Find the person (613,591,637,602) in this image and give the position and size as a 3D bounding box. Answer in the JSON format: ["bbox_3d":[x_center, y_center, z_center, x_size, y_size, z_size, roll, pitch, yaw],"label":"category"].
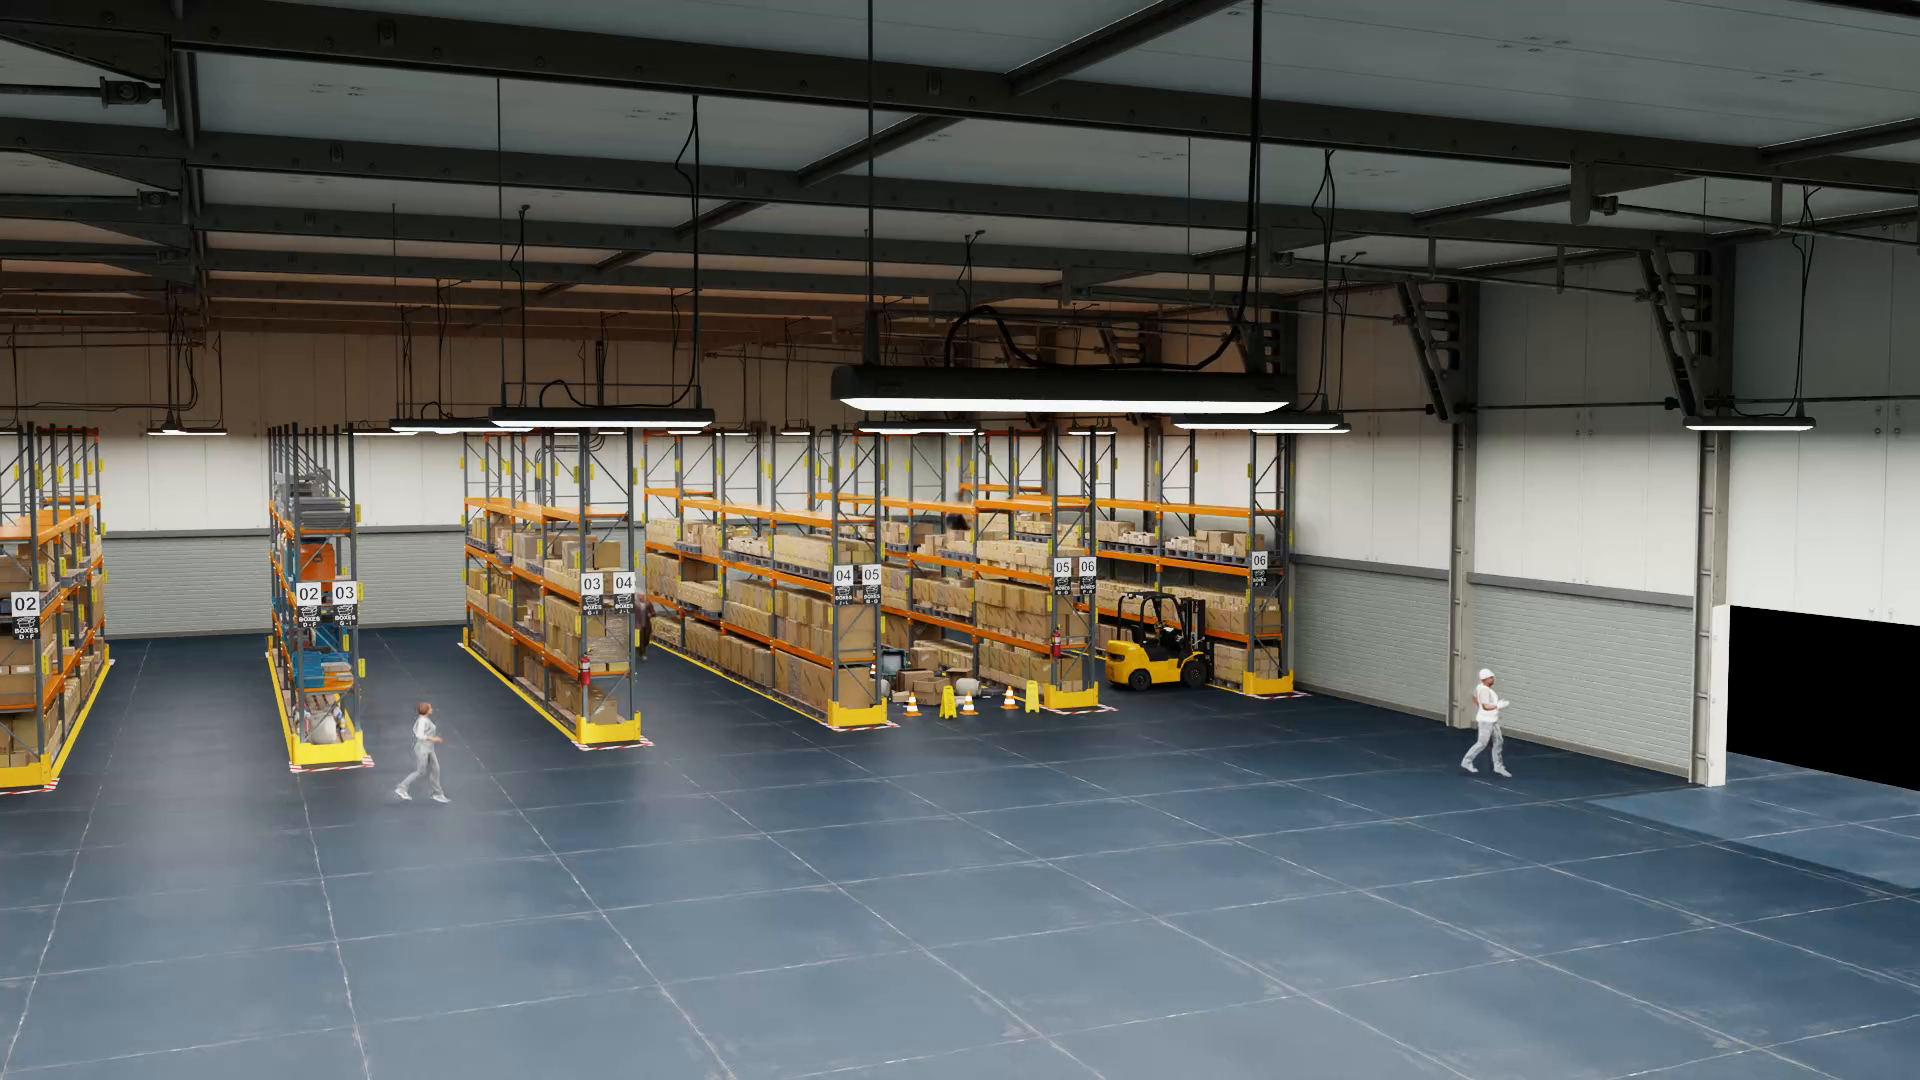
[{"bbox_3d":[-9.760,1.904,48.433,0.690,1.789,0.723,-3,4,-37],"label":"person"}]

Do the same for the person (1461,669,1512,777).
[{"bbox_3d":[8.915,3.092,28.131,0.824,1.823,0.664,2,4,26],"label":"person"}]

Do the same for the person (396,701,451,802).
[{"bbox_3d":[-8.426,3.329,26.053,0.820,1.607,0.537,0,3,-4],"label":"person"}]

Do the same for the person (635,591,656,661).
[{"bbox_3d":[-8.216,2.206,42.959,0.716,1.755,1.021,-2,4,-26],"label":"person"}]
